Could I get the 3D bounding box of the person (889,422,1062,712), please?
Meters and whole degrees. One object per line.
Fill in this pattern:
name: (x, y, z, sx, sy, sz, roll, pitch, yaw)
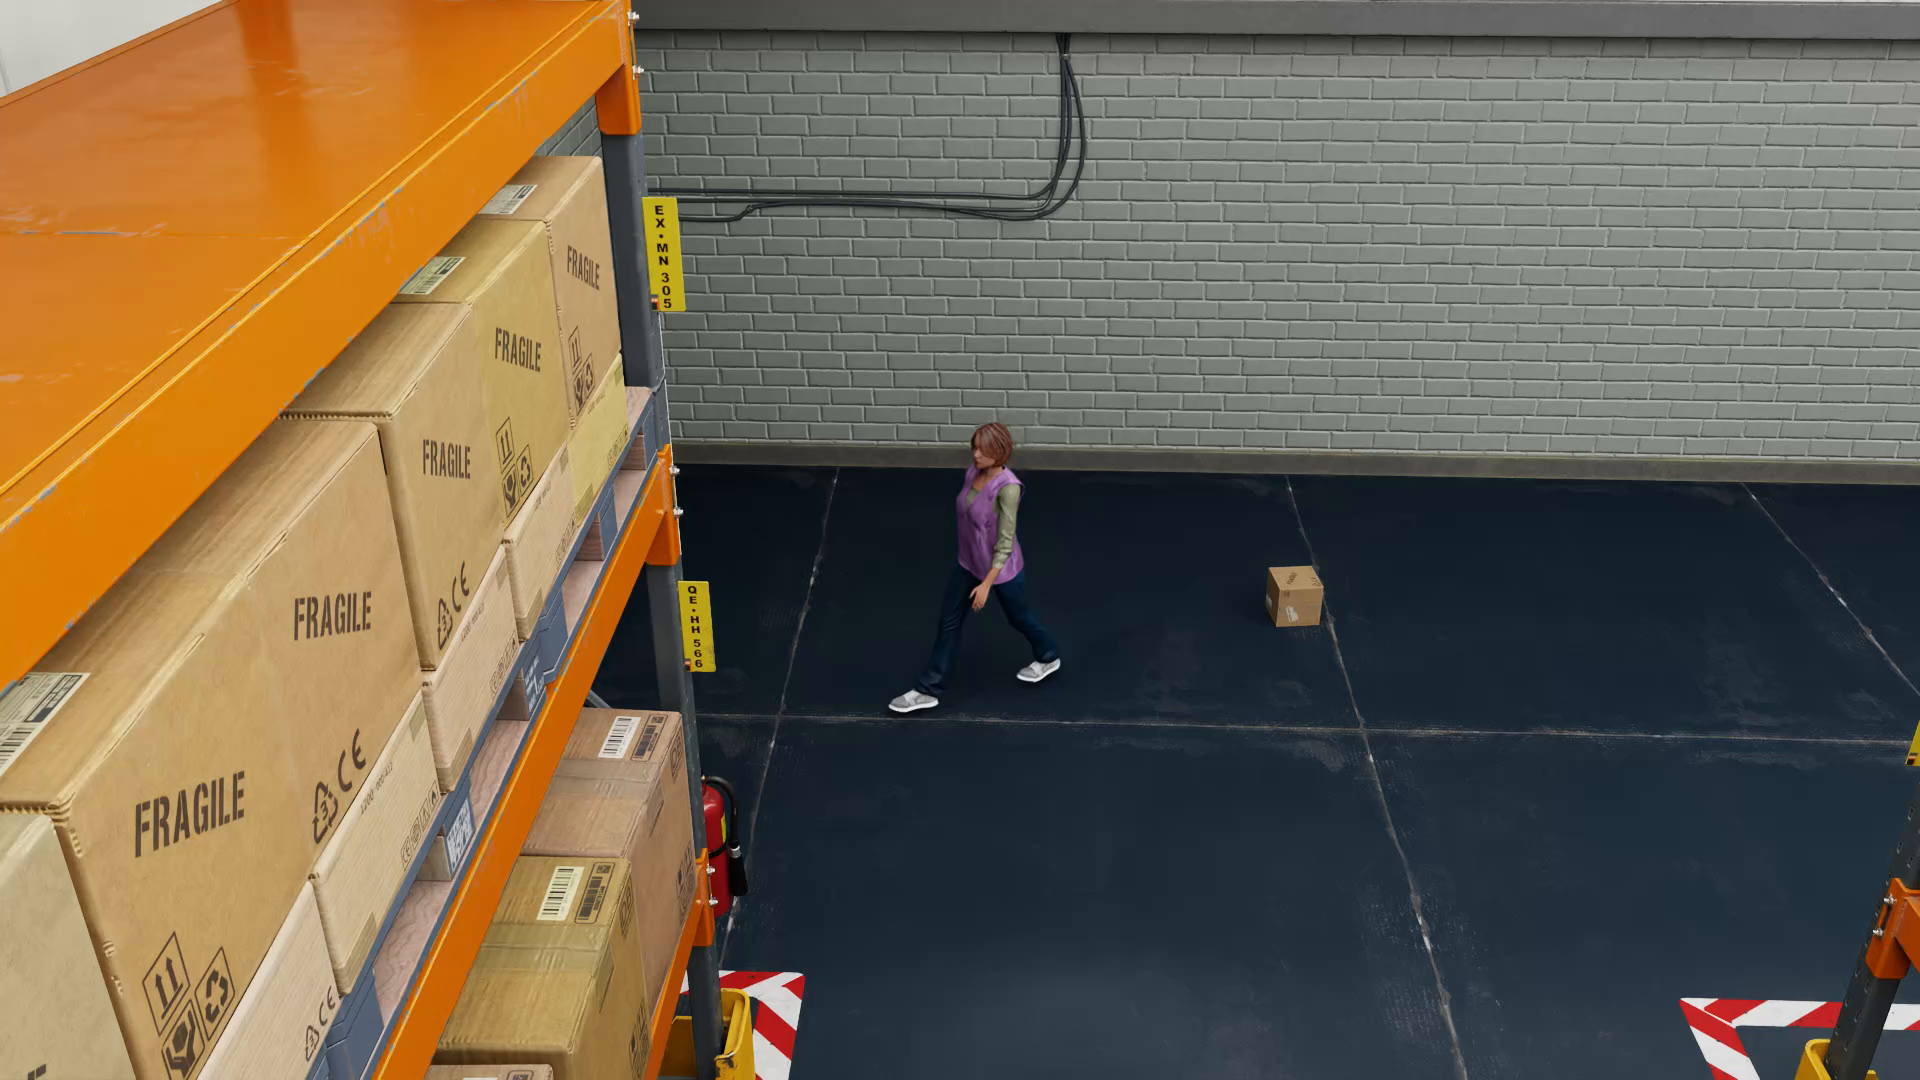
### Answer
person: (0.111, 0.133, 8.362, 0.984, 1.527, 0.449, -21, 35, -34)
